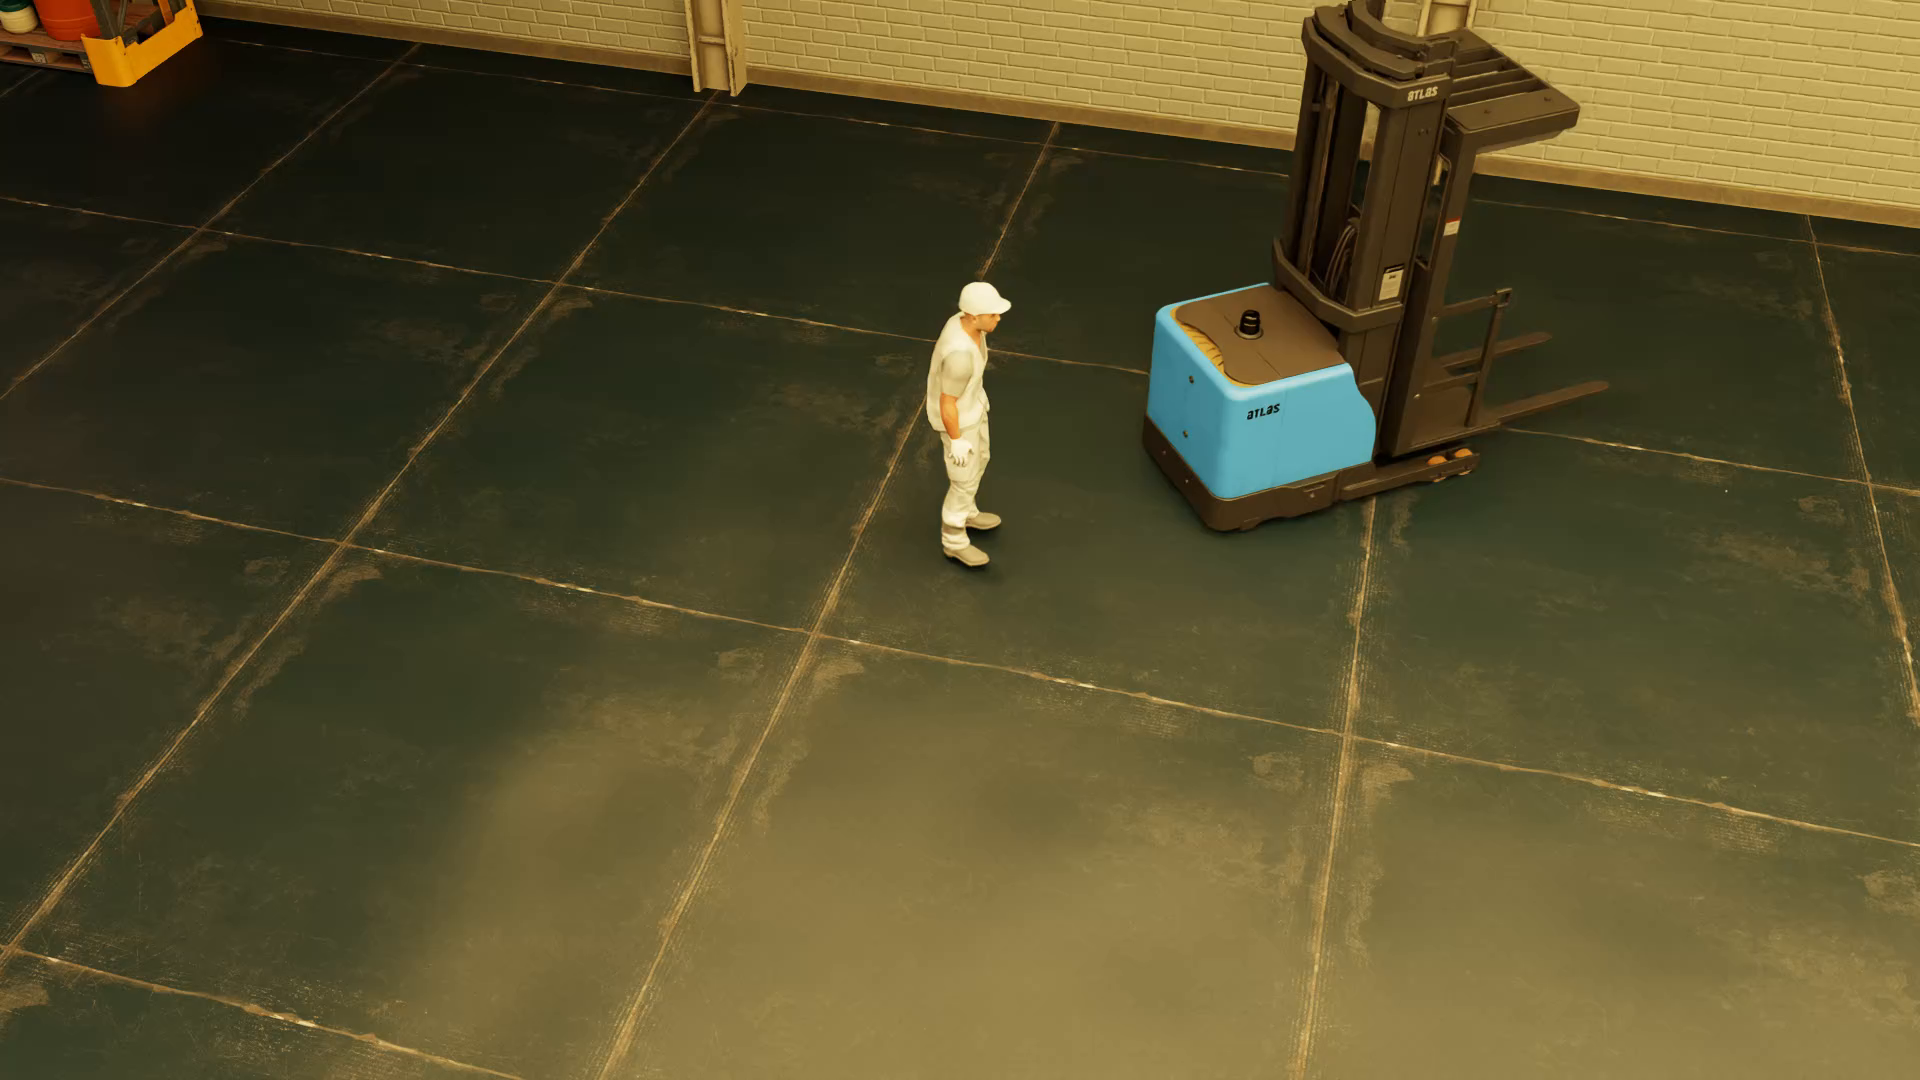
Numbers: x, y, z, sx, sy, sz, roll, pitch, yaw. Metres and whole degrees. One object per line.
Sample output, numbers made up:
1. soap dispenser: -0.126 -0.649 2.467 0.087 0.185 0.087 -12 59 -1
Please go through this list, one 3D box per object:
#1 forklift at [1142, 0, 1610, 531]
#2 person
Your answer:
1. forklift: 2.739 -1.777 9.888 3.031 2.935 1.130 -15 43 -16
2. person: 0.046 -0.694 9.471 0.452 1.776 0.608 9 42 10
